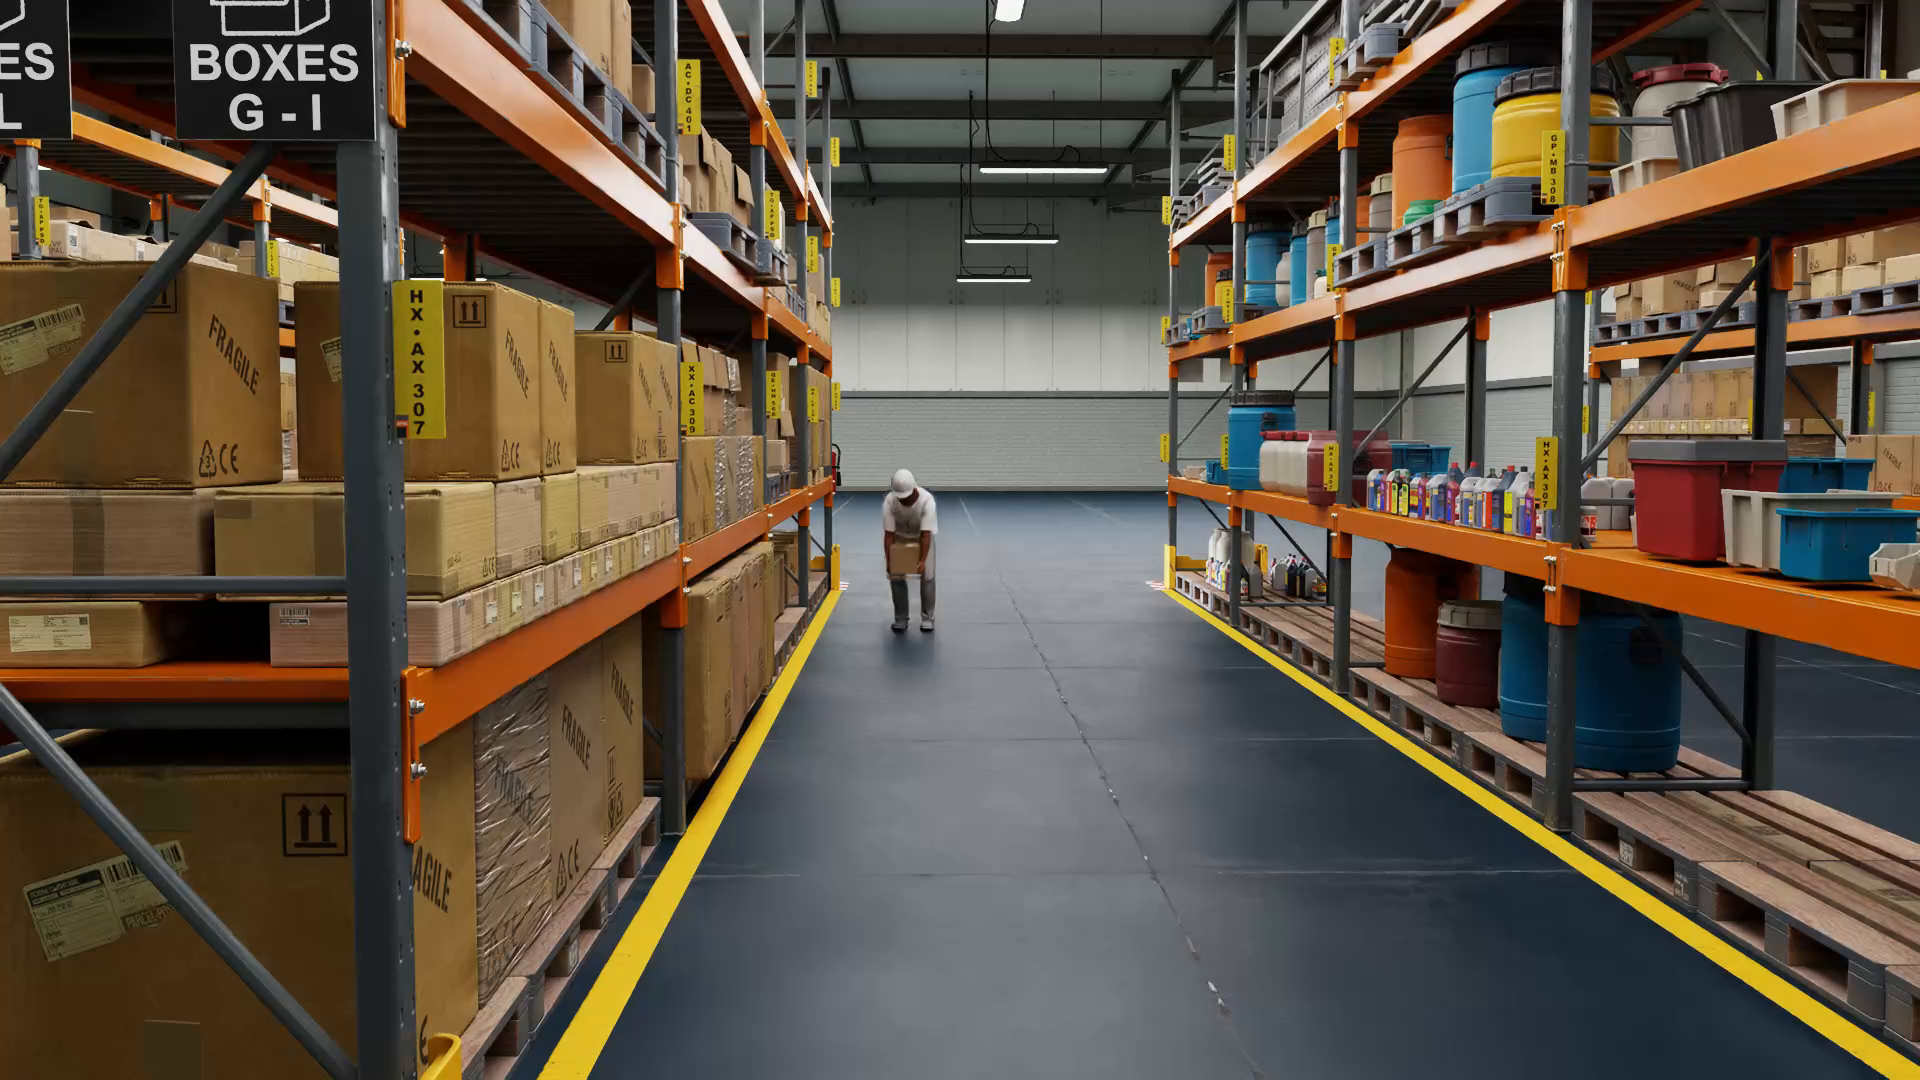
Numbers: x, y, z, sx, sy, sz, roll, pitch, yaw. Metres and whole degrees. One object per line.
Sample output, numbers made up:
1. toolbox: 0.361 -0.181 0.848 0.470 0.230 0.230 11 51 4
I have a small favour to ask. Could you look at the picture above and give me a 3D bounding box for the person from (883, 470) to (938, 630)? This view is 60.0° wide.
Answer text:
1. person: -0.458 0.095 15.211 0.461 1.489 0.843 1 4 11
